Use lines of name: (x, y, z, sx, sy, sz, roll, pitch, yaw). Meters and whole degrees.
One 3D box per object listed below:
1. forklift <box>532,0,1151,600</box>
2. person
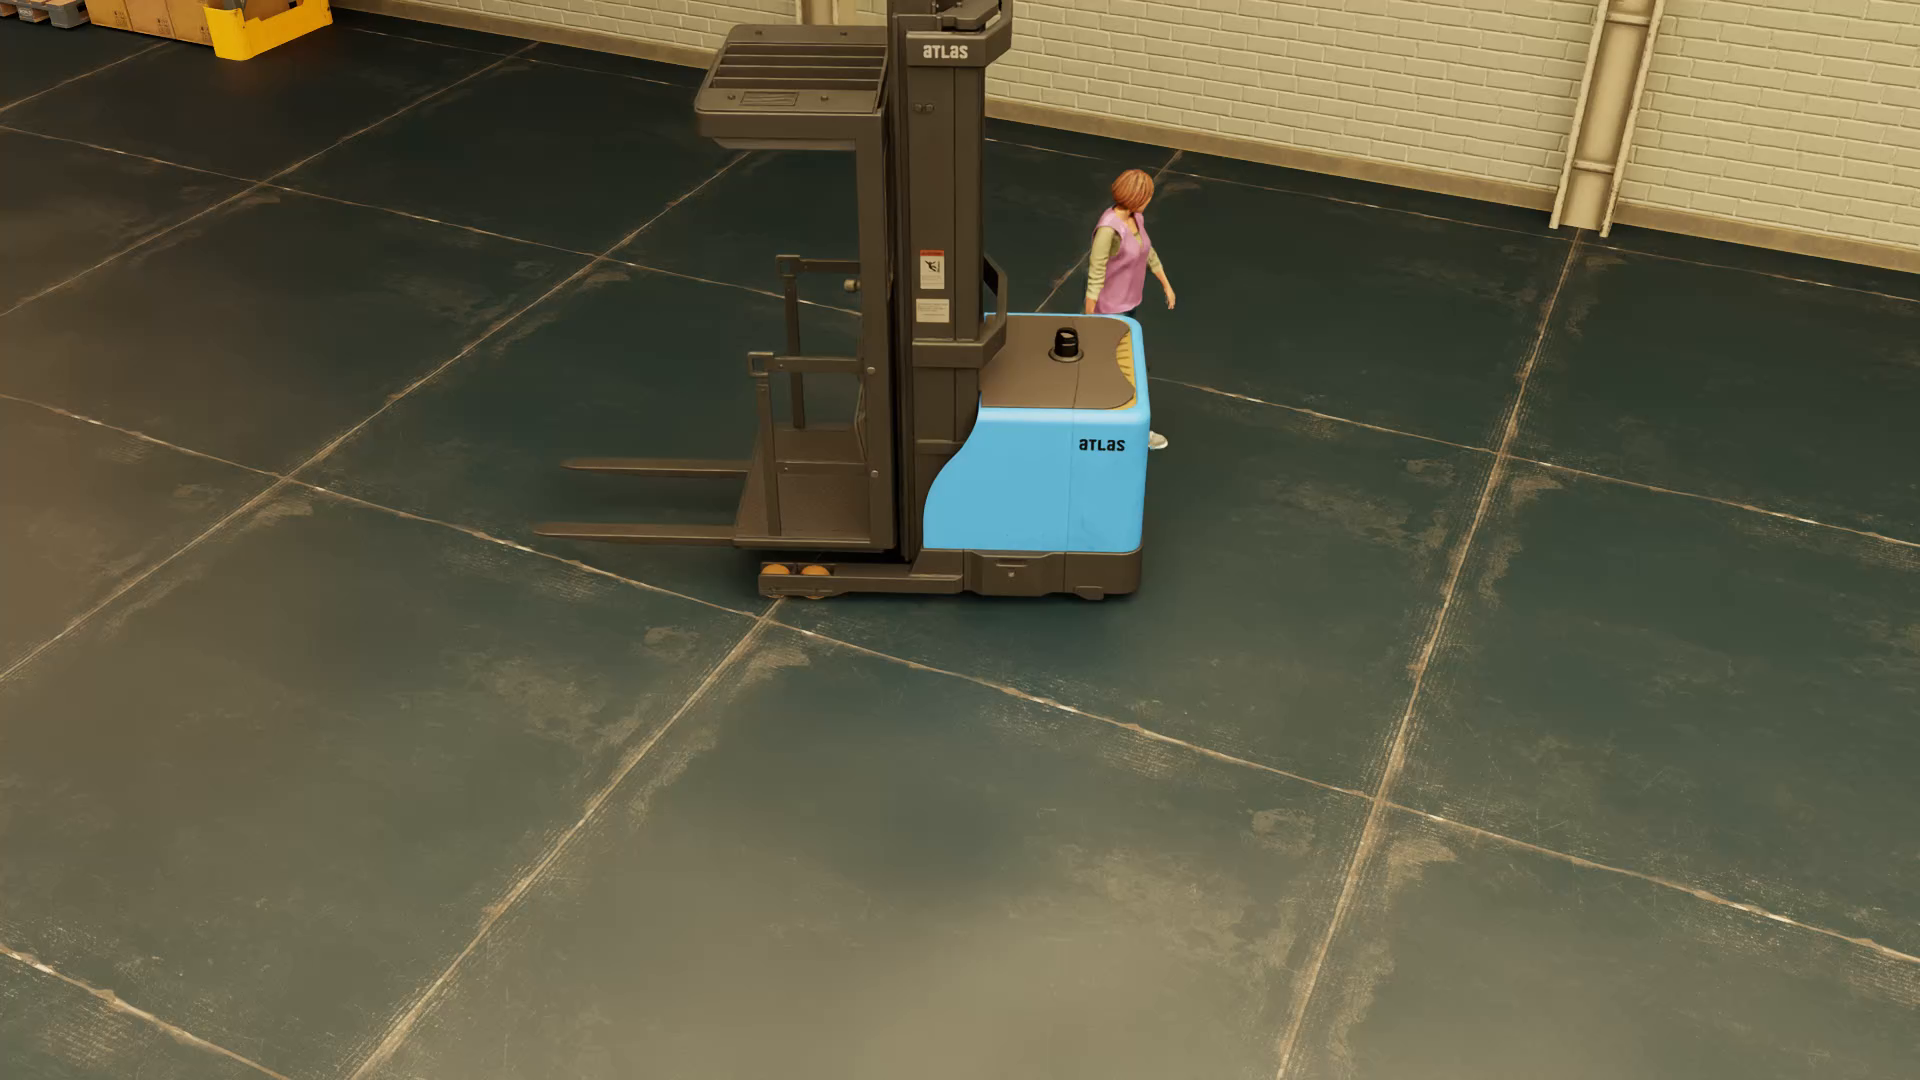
forklift: (-0.608, -1.208, 7.780, 3.031, 2.935, 1.130, 1, 36, 2)
person: (0.897, -1.254, 9.036, 0.677, 1.555, 0.583, 15, 38, 20)
